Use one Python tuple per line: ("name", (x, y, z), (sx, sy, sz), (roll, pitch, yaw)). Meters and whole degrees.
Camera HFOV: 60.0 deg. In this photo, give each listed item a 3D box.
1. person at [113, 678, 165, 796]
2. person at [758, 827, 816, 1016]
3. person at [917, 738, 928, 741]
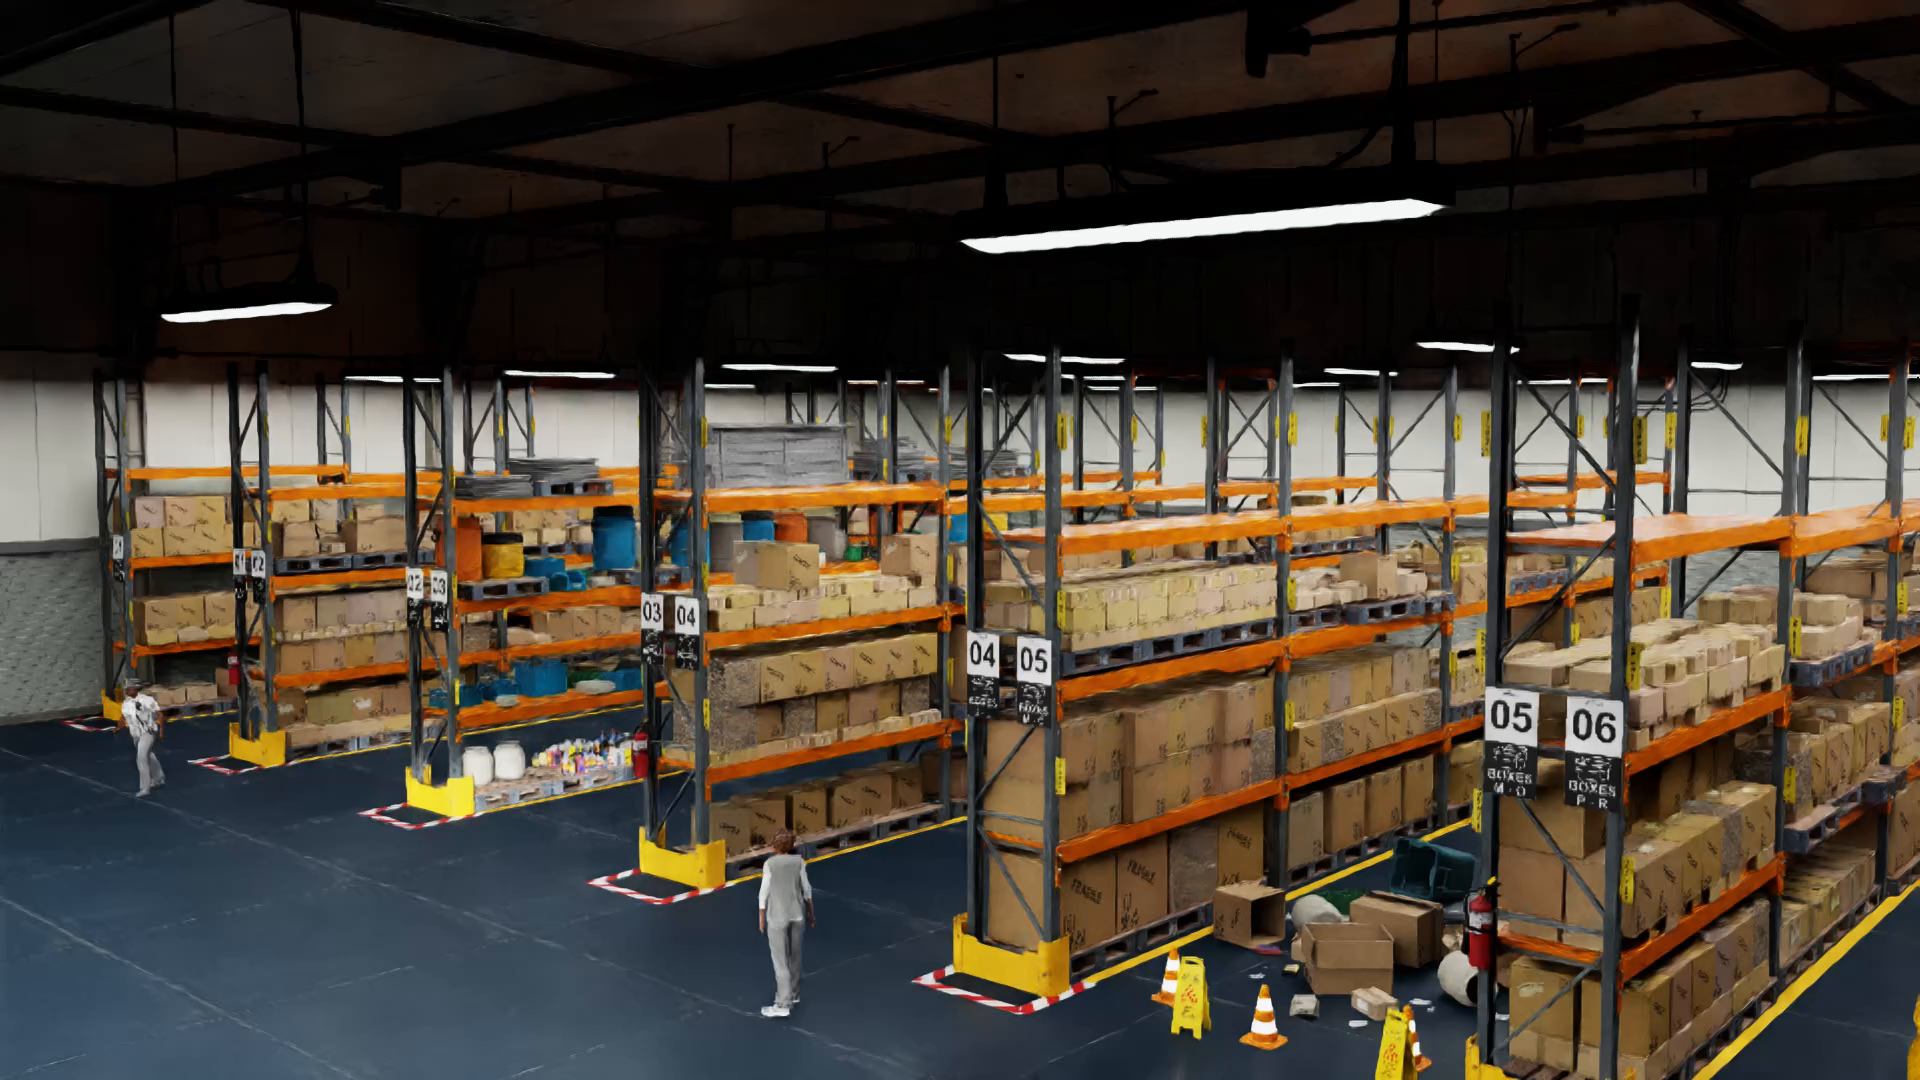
("person", (-11.260, 2.671, 22.893), (0.621, 1.602, 0.720), (2, 5, 24))
("person", (-1.522, 3.294, 14.495), (0.539, 1.578, 0.525), (-2, 5, -29))
("person", (-0.517, 2.325, 26.671), (0.377, 1.738, 0.625), (1, 4, 18))
